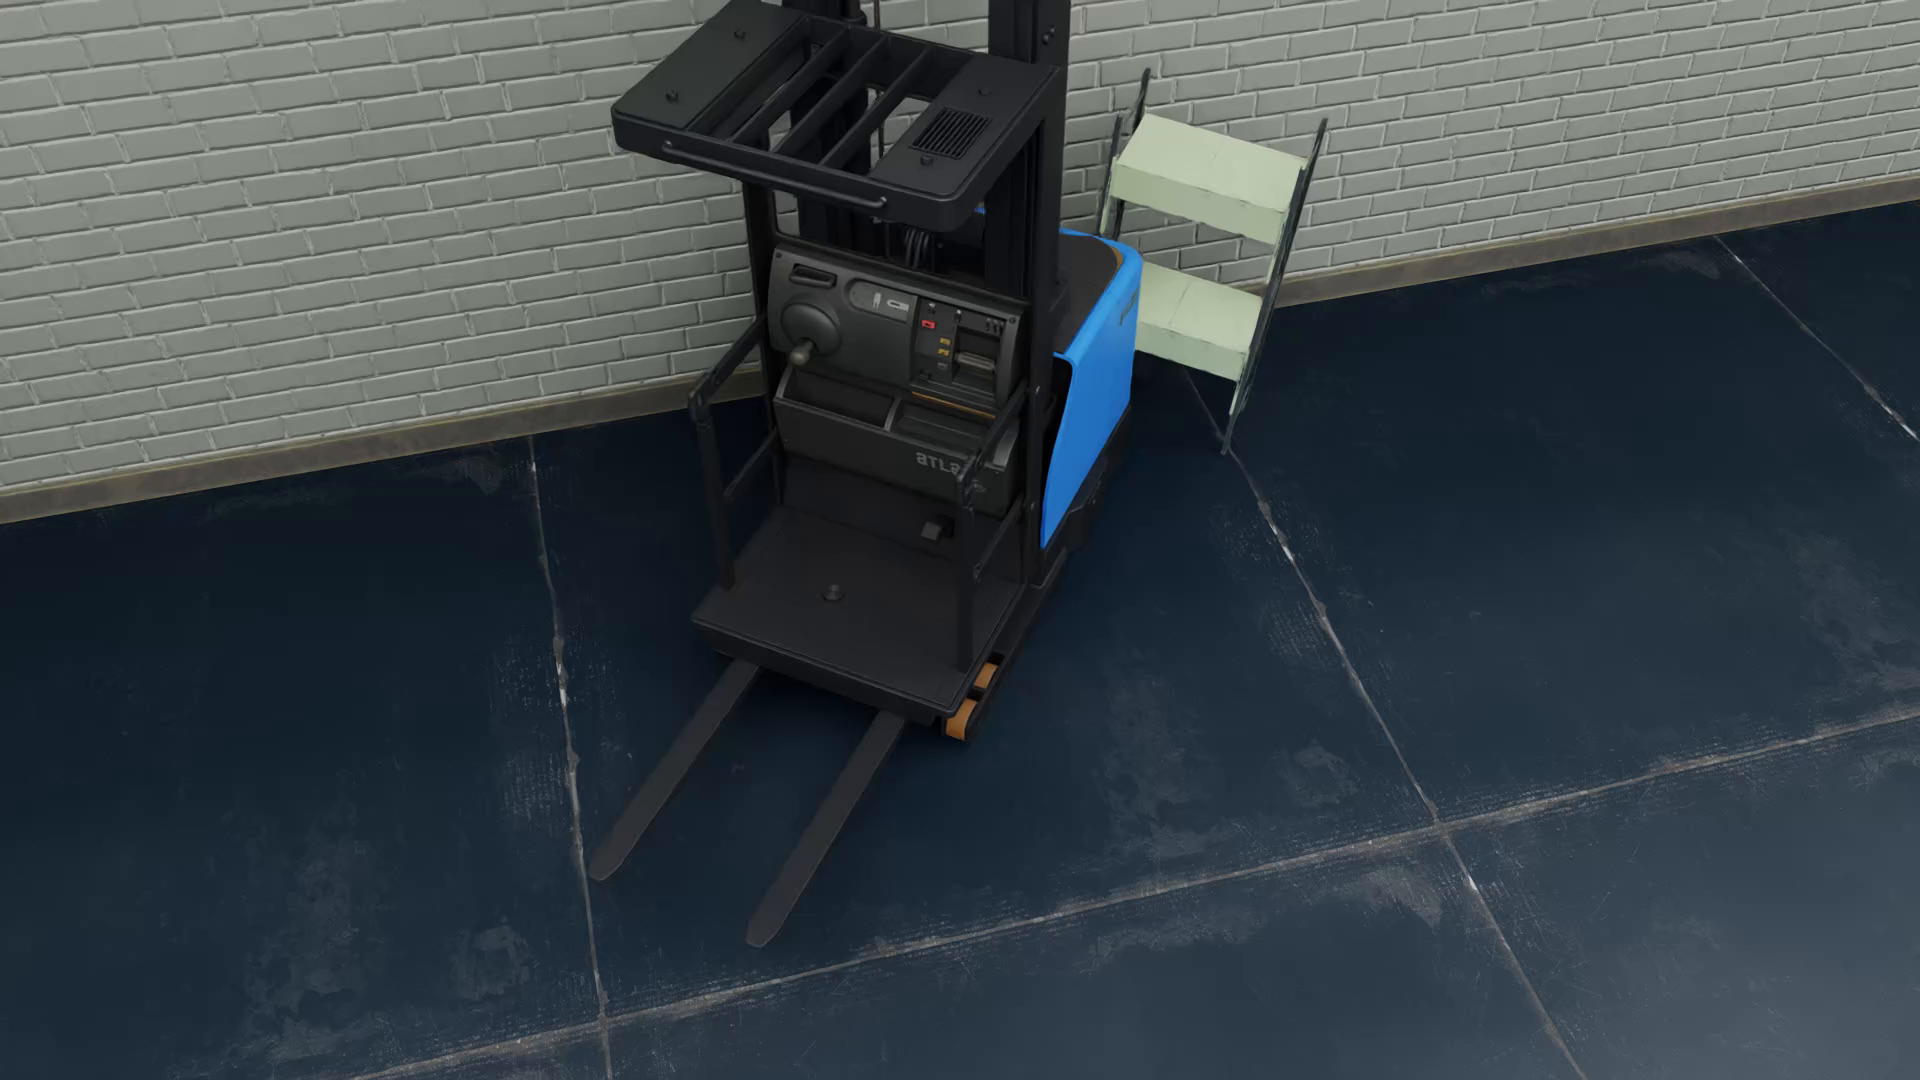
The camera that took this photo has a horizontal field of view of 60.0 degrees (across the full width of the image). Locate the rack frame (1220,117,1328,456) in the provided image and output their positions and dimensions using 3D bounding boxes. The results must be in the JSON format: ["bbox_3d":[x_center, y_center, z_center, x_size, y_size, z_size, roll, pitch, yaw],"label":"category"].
[{"bbox_3d":[1.299,-1.017,6.947,0.023,1.500,0.400,19,48,11],"label":"rack frame"}]

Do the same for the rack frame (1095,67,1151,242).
[{"bbox_3d":[0.620,-1.253,7.085,0.023,1.500,0.400,19,48,11],"label":"rack frame"}]

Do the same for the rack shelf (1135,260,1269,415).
[{"bbox_3d":[0.931,-0.914,7.254,0.720,0.370,0.431,19,48,11],"label":"rack shelf"}]

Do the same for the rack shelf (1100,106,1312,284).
[{"bbox_3d":[0.993,-1.400,6.731,0.720,0.370,0.431,19,48,11],"label":"rack shelf"}]

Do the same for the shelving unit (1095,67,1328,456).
[{"bbox_3d":[0.959,-1.135,7.016,0.755,1.500,0.431,19,48,11],"label":"shelving unit"}]

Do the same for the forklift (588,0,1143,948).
[{"bbox_3d":[-0.323,-0.629,5.565,1.130,2.935,3.031,18,48,17],"label":"forklift"}]
